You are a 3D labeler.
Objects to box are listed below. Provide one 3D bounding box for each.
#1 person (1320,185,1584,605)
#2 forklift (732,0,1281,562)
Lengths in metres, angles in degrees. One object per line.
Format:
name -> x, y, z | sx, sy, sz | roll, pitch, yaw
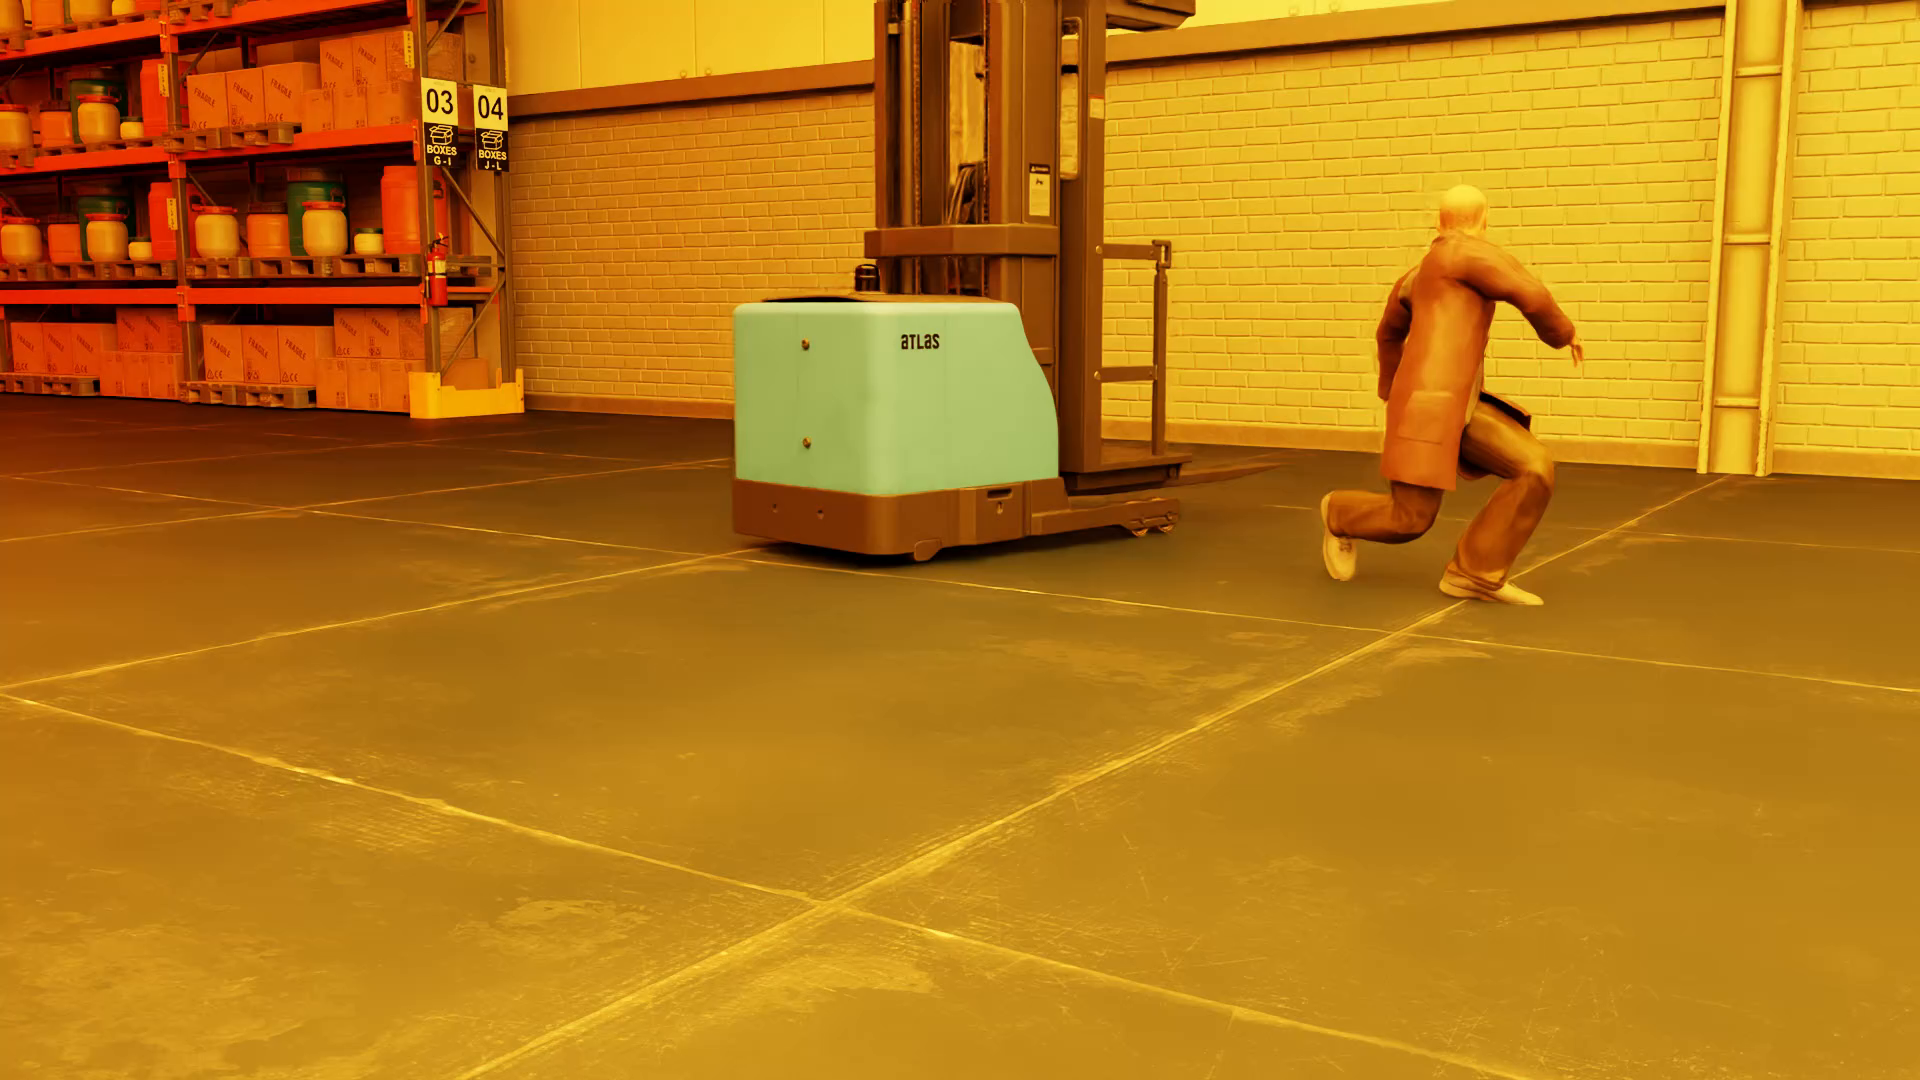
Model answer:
person -> 1.774, -0.541, 6.198 | 0.948, 1.537, 0.706 | 6, 10, 37
forklift -> 0.397, -1.515, 7.846 | 3.031, 2.935, 1.130 | -8, 11, -44
